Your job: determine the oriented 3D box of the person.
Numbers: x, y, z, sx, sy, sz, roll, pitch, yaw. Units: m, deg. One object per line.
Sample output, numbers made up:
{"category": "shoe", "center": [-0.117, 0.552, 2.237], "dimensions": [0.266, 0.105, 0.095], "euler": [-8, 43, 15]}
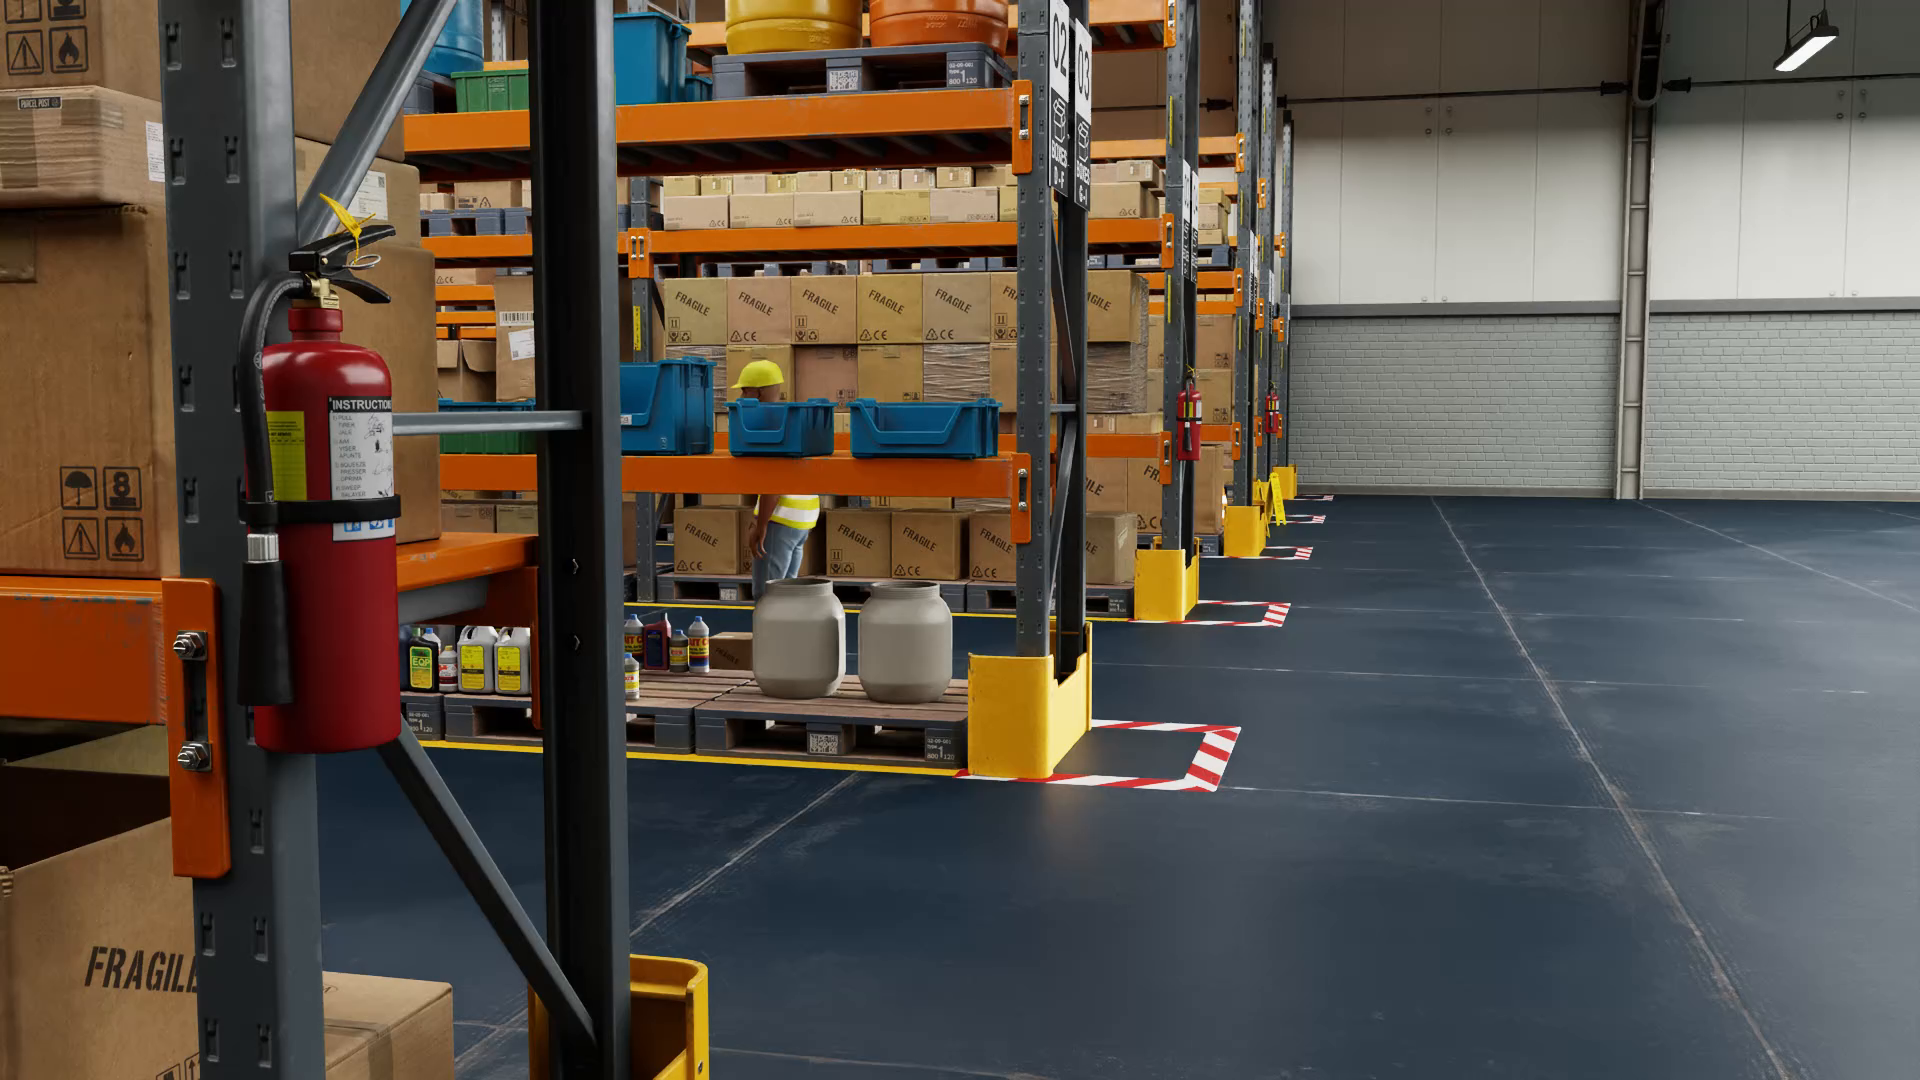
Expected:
{"category": "person", "center": [-1.009, -0.096, 9.069], "dimensions": [0.460, 1.760, 0.634], "euler": [1, 5, 10]}
